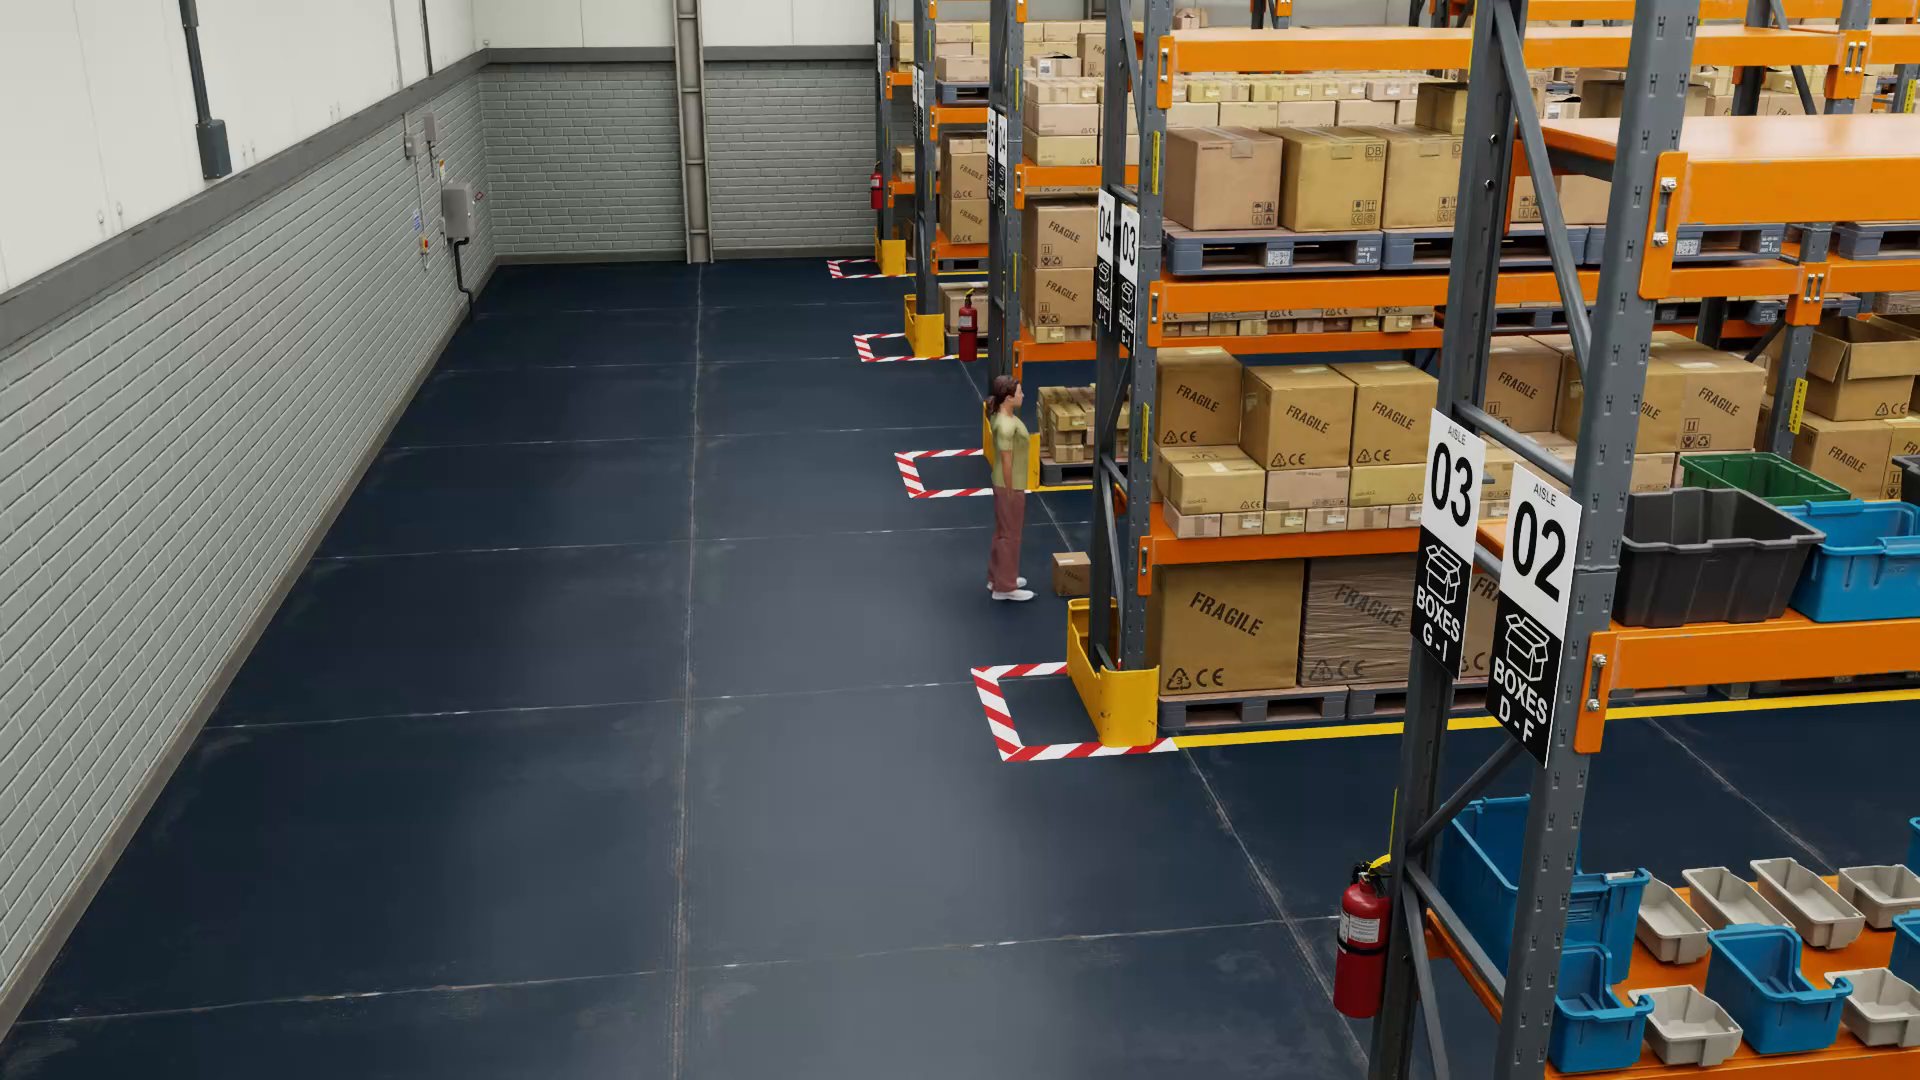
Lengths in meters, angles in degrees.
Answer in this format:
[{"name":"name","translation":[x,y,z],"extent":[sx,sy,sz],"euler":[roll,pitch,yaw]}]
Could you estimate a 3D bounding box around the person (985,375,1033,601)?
[{"name":"person","translation":[0.348,-0.391,12.154],"extent":[0.357,1.671,0.440],"euler":[-2,20,-6]}]
